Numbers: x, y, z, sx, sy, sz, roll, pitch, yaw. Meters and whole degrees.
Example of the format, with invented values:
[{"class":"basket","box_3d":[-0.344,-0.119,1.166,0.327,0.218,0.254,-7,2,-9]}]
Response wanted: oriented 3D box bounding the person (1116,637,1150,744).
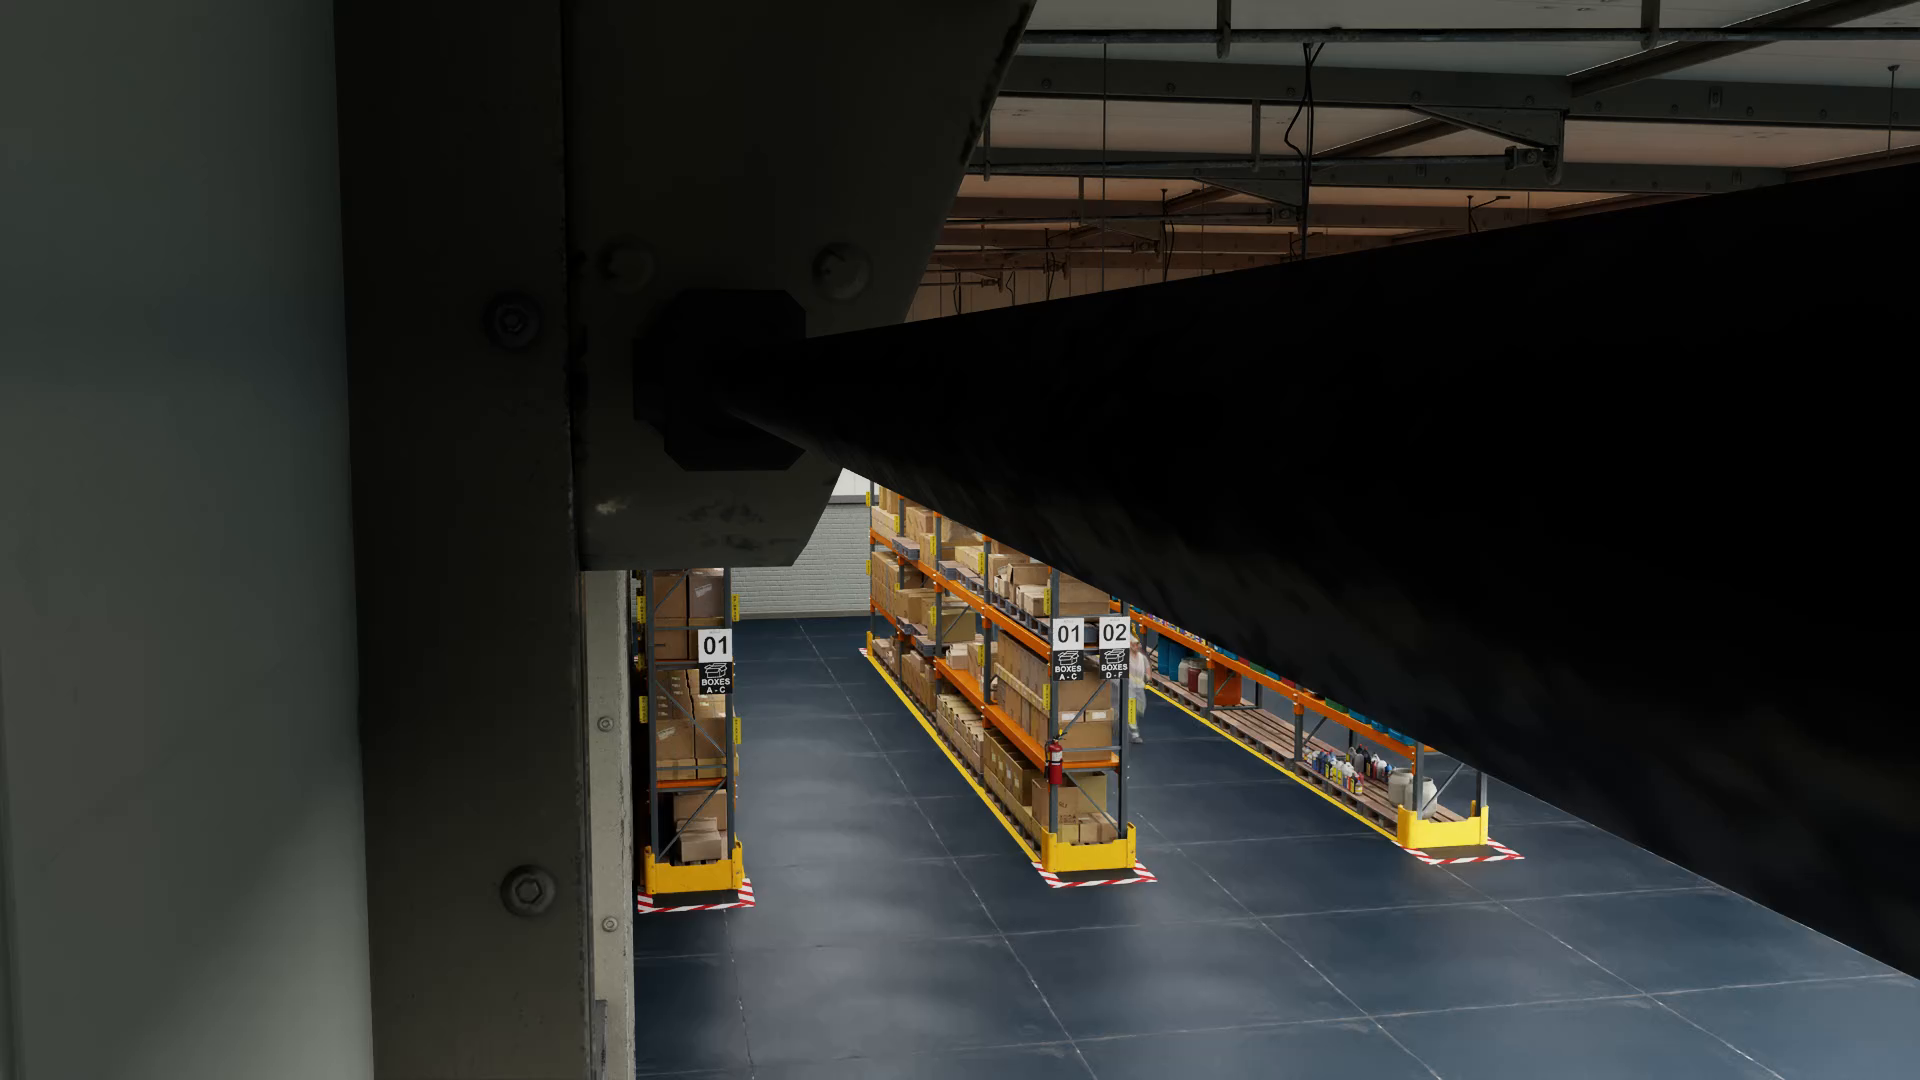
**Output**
[{"class":"person","box_3d":[2.919,2.519,28.160,0.669,1.760,0.868,-2,6,-18]}]
